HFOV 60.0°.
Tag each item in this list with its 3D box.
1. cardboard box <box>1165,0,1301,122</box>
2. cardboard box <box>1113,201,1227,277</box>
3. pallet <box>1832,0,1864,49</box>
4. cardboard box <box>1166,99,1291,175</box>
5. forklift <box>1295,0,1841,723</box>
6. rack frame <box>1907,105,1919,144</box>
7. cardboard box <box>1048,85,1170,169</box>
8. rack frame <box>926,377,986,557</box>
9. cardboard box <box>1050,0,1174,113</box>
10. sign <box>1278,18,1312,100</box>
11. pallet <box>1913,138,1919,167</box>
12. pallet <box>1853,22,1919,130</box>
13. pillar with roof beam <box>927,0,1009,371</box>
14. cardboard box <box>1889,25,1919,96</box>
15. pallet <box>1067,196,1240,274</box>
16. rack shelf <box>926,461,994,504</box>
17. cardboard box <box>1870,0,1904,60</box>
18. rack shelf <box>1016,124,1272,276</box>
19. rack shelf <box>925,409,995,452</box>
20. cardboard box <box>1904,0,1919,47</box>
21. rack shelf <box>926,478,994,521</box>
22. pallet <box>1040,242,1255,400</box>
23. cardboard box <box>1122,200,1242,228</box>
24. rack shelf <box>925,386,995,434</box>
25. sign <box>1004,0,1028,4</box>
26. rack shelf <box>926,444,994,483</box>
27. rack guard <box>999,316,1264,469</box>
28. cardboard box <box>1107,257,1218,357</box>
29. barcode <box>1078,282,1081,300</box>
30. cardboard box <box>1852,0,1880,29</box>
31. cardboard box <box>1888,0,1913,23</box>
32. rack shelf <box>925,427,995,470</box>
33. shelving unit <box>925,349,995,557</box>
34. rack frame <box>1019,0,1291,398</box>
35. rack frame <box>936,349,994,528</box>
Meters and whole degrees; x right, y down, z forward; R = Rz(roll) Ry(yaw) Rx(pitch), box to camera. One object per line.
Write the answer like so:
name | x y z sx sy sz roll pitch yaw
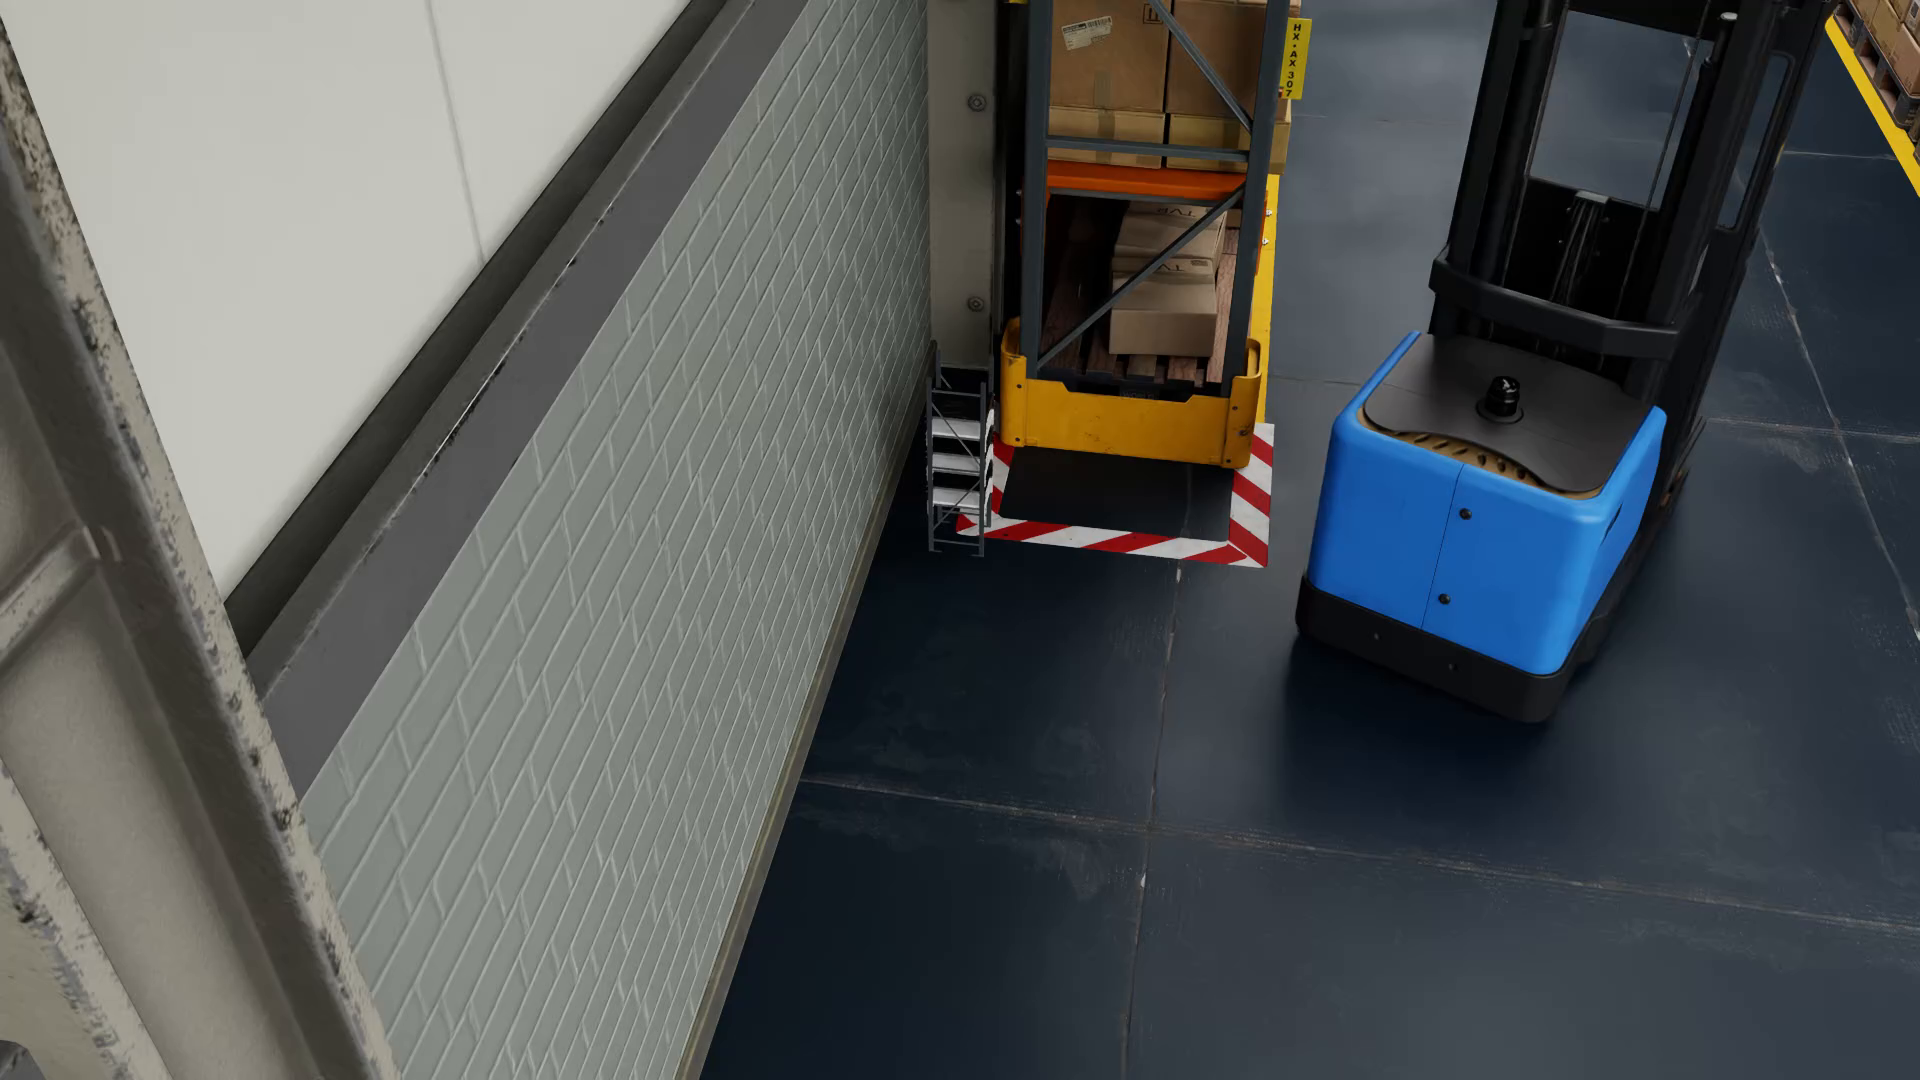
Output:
cardboard box | 1.145 -2.106 6.957 0.500 0.500 0.500 6 40 8
cardboard box | 1.074 -1.516 8.495 0.500 0.311 0.500 10 41 11
pallet | 6.637 -3.727 11.592 1.003 0.211 1.213 6 40 8
cardboard box | 1.164 -1.822 7.201 0.500 0.250 0.500 5 40 6
forklift | 2.595 -1.342 6.573 1.130 2.935 3.031 23 45 25
rack frame | 6.339 -3.567 9.210 1.000 3.000 0.127 6 40 8
cardboard box | 0.657 -1.865 7.254 0.500 0.250 0.500 7 40 8
rack frame | -0.016 -0.288 6.892 0.240 0.900 0.006 6 40 8
cardboard box | 0.639 -2.159 7.021 0.500 0.500 0.500 6 40 7
sign | 1.301 -1.875 6.484 0.100 0.325 0.005 6 40 8
pallet | 6.160 -1.998 9.501 1.003 0.211 1.213 6 40 8
pallet | 6.428 -2.959 10.663 1.003 0.211 1.213 6 40 8
pillar with roof beam | 4.276 -3.973 4.993 9.100 9.000 0.400 6 40 8
cardboard box | 6.125 -2.962 10.306 0.500 0.250 0.500 6 40 7
pallet | 1.169 -1.843 9.314 1.003 0.211 1.213 6 40 8
rack shelf | 0.001 -0.257 7.048 0.258 0.077 0.200 6 40 8
cardboard box | 6.214 -3.279 10.690 0.500 0.250 0.500 6 40 7
rack shelf | 1.113 -2.579 8.579 1.077 0.370 4.000 6 40 8
rack shelf | 0.001 -0.465 6.876 0.258 0.077 0.200 6 40 8
cardboard box | 6.126 -3.171 10.120 0.500 0.311 0.500 6 40 8
rack shelf | 0.001 -0.187 7.105 0.258 0.077 0.200 6 40 8
pallet | 0.955 -1.080 8.390 1.003 0.211 1.213 6 40 8
cardboard box | 1.250 -2.044 8.984 0.700 0.500 0.500 4 40 5
rack shelf | 0.001 -0.534 6.818 0.258 0.077 0.200 6 40 8
sign | 0.224 -2.243 6.452 0.100 0.325 0.005 6 40 8
rack shelf | 0.001 -0.326 6.990 0.258 0.077 0.200 6 40 8
rack guard | 0.780 -0.685 7.686 1.175 0.500 0.348 6 40 8
cardboard box | 0.975 -1.158 8.062 0.500 0.311 0.500 2 40 3
barcode | 0.584 -1.217 8.126 0.001 0.075 0.075 6 40 8
cardboard box | 6.302 -3.600 11.078 0.500 0.250 0.500 7 40 9
cardboard box | 6.210 -3.498 10.516 0.500 0.311 0.500 7 40 9
rack shelf | 0.001 -0.395 6.933 0.258 0.077 0.200 6 40 8
shelving unit | 0.001 -0.352 6.969 0.258 0.900 0.210 6 40 8
rack frame | 0.767 -1.601 6.832 1.000 3.000 0.127 6 40 8
rack frame | 0.019 -0.416 7.046 0.240 0.900 0.006 6 40 8
